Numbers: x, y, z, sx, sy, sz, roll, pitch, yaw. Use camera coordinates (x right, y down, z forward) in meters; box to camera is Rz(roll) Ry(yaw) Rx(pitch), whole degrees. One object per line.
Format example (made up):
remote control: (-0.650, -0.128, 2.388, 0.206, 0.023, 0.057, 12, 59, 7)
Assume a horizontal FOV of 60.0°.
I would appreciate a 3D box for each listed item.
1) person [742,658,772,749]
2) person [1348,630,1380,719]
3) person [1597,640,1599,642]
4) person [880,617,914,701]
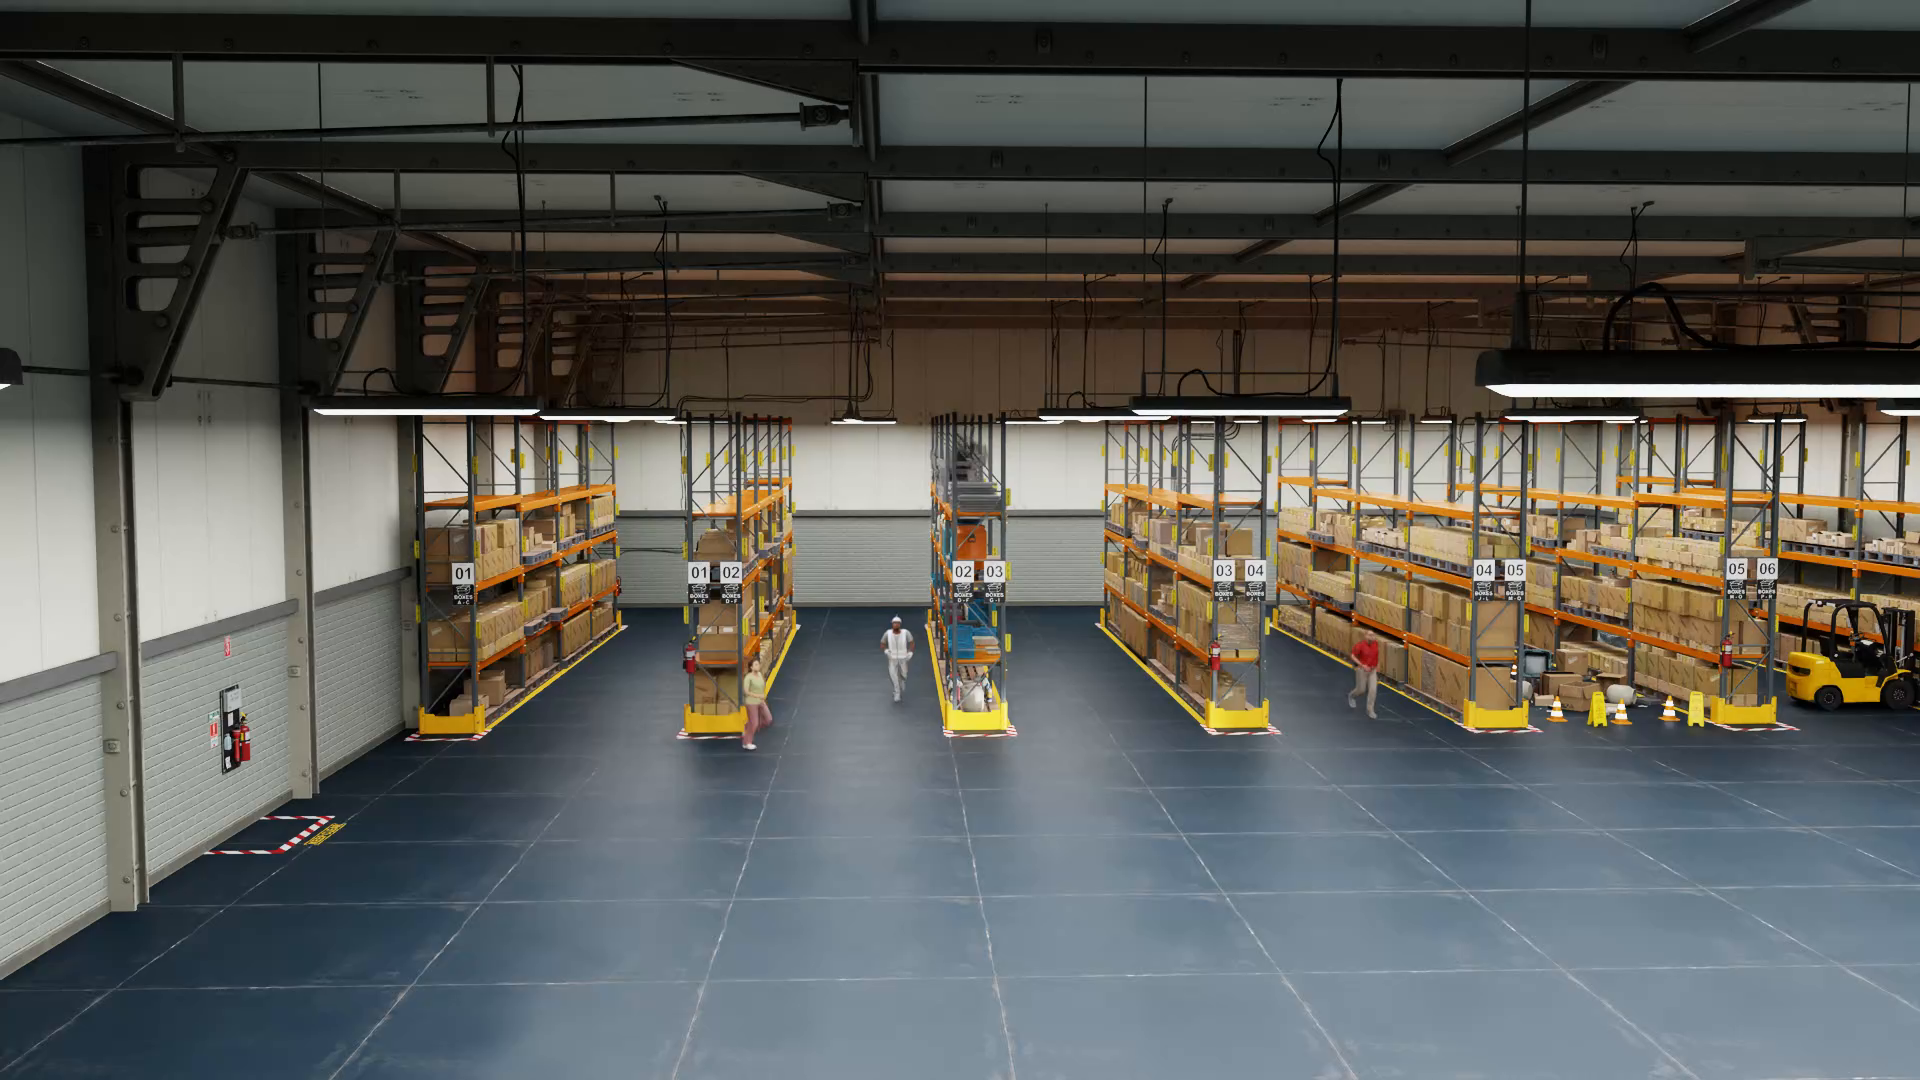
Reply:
person: (-3.603, 2.901, 29.478, 0.612, 1.622, 0.599, 3, 5, 35)
person: (8.060, 2.631, 33.059, 0.686, 1.724, 0.949, -1, 4, -19)
person: (16.143, 1.946, 42.431, 0.668, 1.767, 0.939, 0, 4, -4)
person: (-1.322, 2.485, 34.962, 0.729, 1.738, 0.598, 0, 4, -4)
